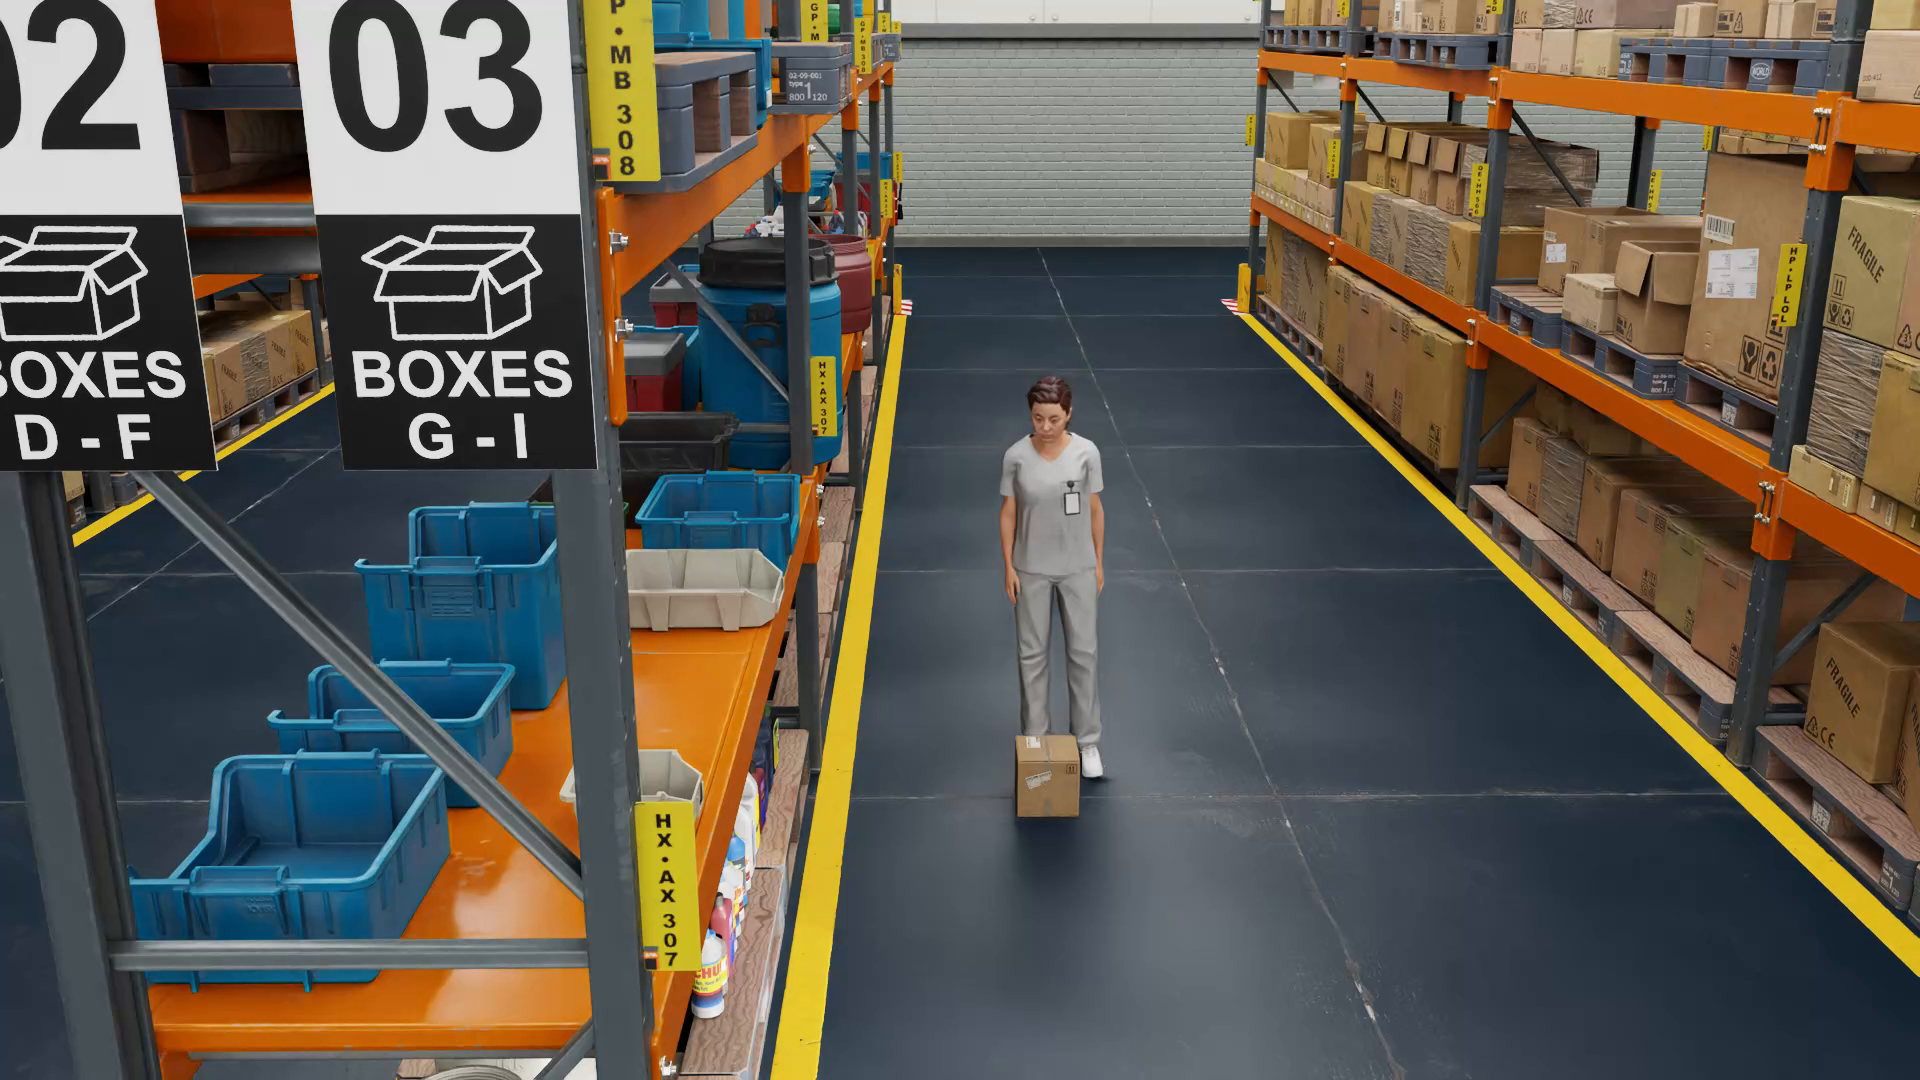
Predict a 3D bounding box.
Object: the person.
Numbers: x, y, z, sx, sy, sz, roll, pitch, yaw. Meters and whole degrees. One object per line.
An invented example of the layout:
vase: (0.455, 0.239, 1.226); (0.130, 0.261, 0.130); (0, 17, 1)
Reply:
person: (0.392, 0.144, 7.032); (0.472, 1.687, 0.458); (1, 17, 5)
